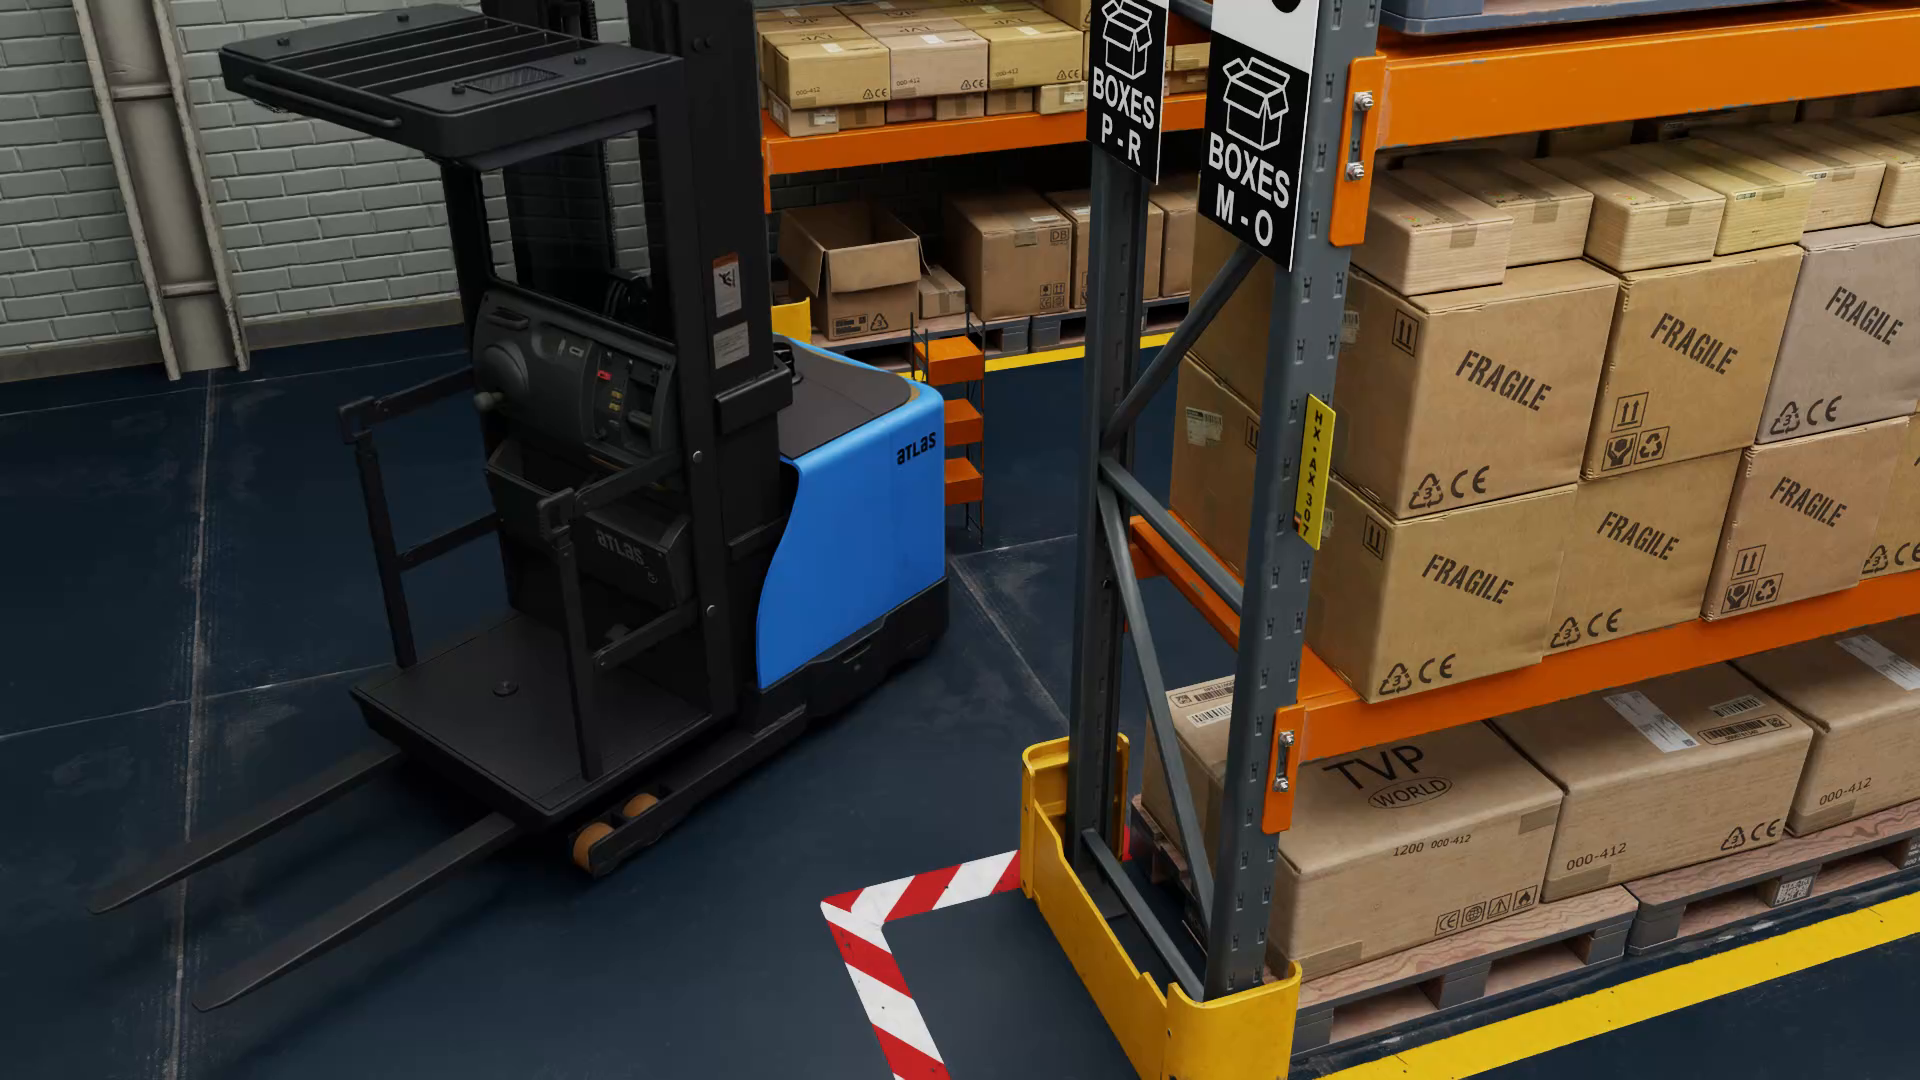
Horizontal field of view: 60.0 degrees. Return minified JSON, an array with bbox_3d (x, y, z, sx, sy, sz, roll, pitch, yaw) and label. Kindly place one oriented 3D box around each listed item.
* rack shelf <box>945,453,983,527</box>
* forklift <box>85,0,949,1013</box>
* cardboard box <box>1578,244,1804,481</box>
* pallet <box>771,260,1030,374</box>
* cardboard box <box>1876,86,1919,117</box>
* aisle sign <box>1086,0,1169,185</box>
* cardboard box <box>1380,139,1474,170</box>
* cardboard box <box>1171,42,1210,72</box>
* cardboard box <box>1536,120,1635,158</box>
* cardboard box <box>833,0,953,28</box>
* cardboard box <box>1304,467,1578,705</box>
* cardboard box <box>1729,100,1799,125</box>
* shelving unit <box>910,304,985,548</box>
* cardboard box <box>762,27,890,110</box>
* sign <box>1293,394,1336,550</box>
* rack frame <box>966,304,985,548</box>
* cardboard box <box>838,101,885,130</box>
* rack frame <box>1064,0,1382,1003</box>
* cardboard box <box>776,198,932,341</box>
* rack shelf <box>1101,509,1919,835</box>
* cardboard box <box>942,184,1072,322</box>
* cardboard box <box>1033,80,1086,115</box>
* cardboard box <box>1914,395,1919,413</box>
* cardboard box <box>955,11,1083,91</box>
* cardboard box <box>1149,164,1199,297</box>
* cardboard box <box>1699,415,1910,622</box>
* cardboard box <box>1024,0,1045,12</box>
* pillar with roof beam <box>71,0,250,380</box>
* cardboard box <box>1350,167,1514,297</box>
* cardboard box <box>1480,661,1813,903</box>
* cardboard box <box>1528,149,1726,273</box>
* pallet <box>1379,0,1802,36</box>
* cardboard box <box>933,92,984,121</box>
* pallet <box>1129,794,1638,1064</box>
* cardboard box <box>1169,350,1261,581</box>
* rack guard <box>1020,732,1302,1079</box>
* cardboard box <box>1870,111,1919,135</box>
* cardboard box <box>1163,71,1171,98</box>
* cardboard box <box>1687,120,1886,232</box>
[{"bbox_3d":[-0.050,-0.196,7.117,0.240,0.259,0.215,-10,31,-18],"label":"rack shelf"},{"bbox_3d":[-1.365,-0.474,5.122,1.130,2.935,3.031,22,36,33],"label":"forklift"},{"bbox_3d":[1.591,-0.510,4.004,0.500,0.500,0.500,-11,32,-19],"label":"cardboard box"},{"bbox_3d":[-0.357,-1.231,9.197,1.213,0.211,1.003,-10,31,-18],"label":"pallet"},{"bbox_3d":[2.488,-1.251,4.649,0.250,0.149,0.380,-10,31,-17],"label":"cardboard box"},{"bbox_3d":[0.384,-1.250,3.788,0.004,0.787,0.394,-10,31,-18],"label":"aisle sign"},{"bbox_3d":[1.056,-0.959,4.136,0.250,0.149,0.380,-10,31,-17],"label":"cardboard box"},{"bbox_3d":[1.246,-2.672,8.760,0.500,0.250,0.500,-11,31,-18],"label":"cardboard box"},{"bbox_3d":[1.519,-1.067,4.326,0.250,0.149,0.380,-10,31,-16],"label":"cardboard box"},{"bbox_3d":[-0.352,-2.646,8.716,0.500,0.250,0.500,-10,31,-17],"label":"cardboard box"},{"bbox_3d":[1.110,0.018,4.088,0.500,0.500,0.500,-11,31,-18],"label":"cardboard box"},{"bbox_3d":[2.003,-1.149,4.471,0.250,0.149,0.380,-10,31,-16],"label":"cardboard box"},{"bbox_3d":[-0.050,-0.447,6.974,0.252,1.050,0.215,-10,31,-18],"label":"shelving unit"},{"bbox_3d":[-0.656,-2.309,8.123,0.500,0.250,0.500,-10,31,-17],"label":"cardboard box"},{"bbox_3d":[0.747,-0.141,3.513,0.005,0.325,0.100,-10,31,-18],"label":"sign"},{"bbox_3d":[0.064,-0.468,7.011,0.008,1.050,0.200,-10,31,-18],"label":"rack frame"},{"bbox_3d":[-0.549,-2.177,8.295,0.250,0.149,0.380,-10,31,-16],"label":"cardboard box"},{"bbox_3d":[0.560,0.011,4.201,0.127,3.000,1.000,-10,31,-18],"label":"rack frame"},{"bbox_3d":[-0.568,-1.451,8.864,0.637,0.503,0.797,-12,32,-20],"label":"cardboard box"},{"bbox_3d":[2.434,-0.022,4.985,4.000,0.370,1.077,-10,31,-18],"label":"rack shelf"},{"bbox_3d":[0.246,-1.579,9.092,0.500,0.500,0.700,-9,31,-16],"label":"cardboard box"},{"bbox_3d":[0.454,-2.311,8.530,0.250,0.149,0.380,-11,32,-19],"label":"cardboard box"},{"bbox_3d":[2.537,-0.689,4.318,0.500,0.500,0.500,-10,31,-17],"label":"cardboard box"},{"bbox_3d":[0.291,-2.485,8.432,0.500,0.250,0.500,-11,31,-19],"label":"cardboard box"},{"bbox_3d":[1.219,-1.758,9.407,0.500,0.500,0.700,-12,32,-19],"label":"cardboard box"},{"bbox_3d":[2.057,-0.162,4.403,0.500,0.500,0.500,-11,31,-18],"label":"cardboard box"},{"bbox_3d":[0.603,-2.820,9.020,0.500,0.250,0.500,-10,31,-18],"label":"cardboard box"},{"bbox_3d":[-2.515,-2.853,3.168,0.400,9.000,9.100,-10,31,-18],"label":"pillar with roof beam"},{"bbox_3d":[0.989,-0.682,3.650,0.250,0.149,0.380,-10,31,-17],"label":"cardboard box"},{"bbox_3d":[1.998,0.620,5.297,0.875,0.438,0.875,-10,31,-16],"label":"cardboard box"},{"bbox_3d":[1.493,-0.752,3.773,0.250,0.149,0.380,-9,31,-16],"label":"cardboard box"},{"bbox_3d":[1.251,-1.387,3.713,1.213,0.211,1.003,-10,31,-18],"label":"pallet"},{"bbox_3d":[-0.056,-2.254,8.429,0.250,0.149,0.380,-9,31,-16],"label":"cardboard box"},{"bbox_3d":[1.282,1.048,5.197,1.213,0.211,1.003,-10,31,-18],"label":"pallet"},{"bbox_3d":[0.919,-0.239,4.538,0.500,0.500,0.500,-10,31,-17],"label":"cardboard box"},{"bbox_3d":[0.537,1.101,4.812,0.348,0.500,1.175,-10,31,-18],"label":"rack guard"},{"bbox_3d":[2.457,-0.930,4.086,0.250,0.149,0.380,-11,32,-19],"label":"cardboard box"},{"bbox_3d":[0.911,-2.442,8.761,0.250,0.149,0.380,-11,31,-18],"label":"cardboard box"},{"bbox_3d":[1.961,-0.875,3.990,0.250,0.149,0.380,-10,31,-17],"label":"cardboard box"}]
